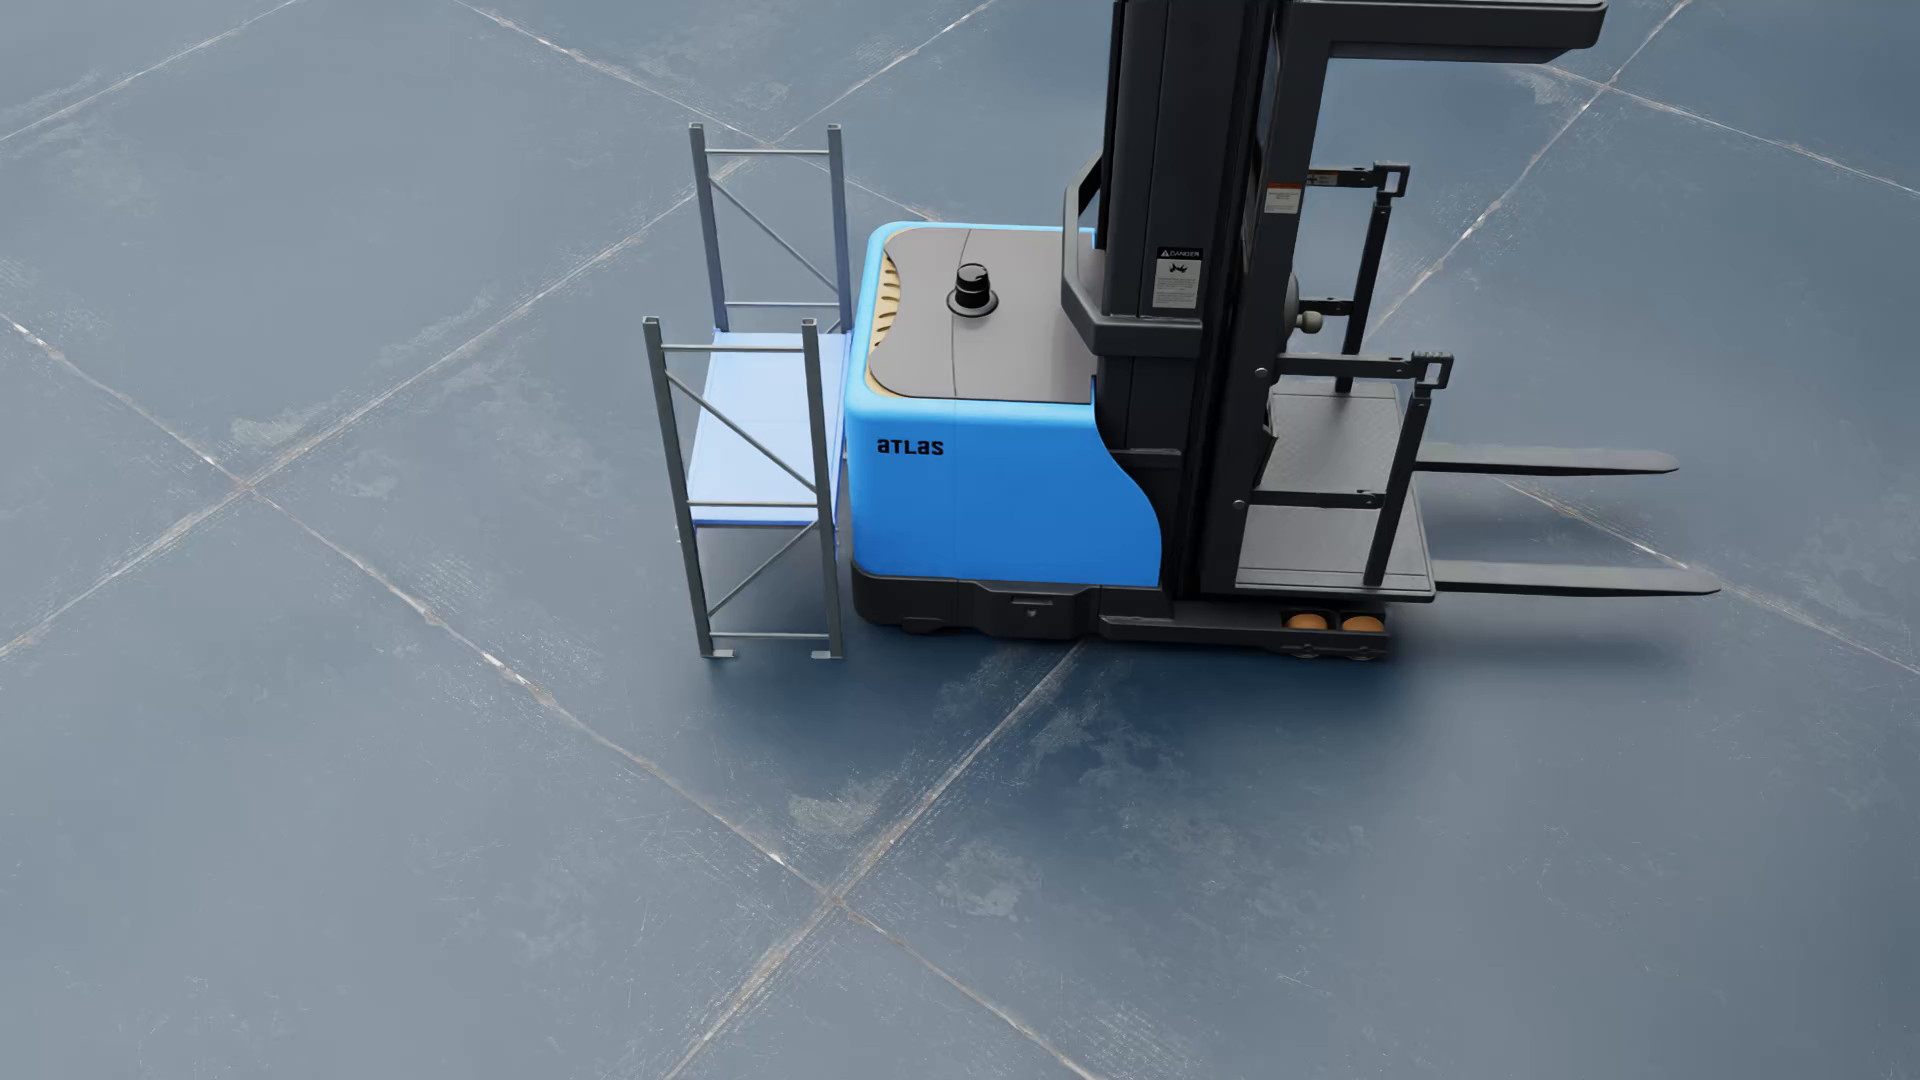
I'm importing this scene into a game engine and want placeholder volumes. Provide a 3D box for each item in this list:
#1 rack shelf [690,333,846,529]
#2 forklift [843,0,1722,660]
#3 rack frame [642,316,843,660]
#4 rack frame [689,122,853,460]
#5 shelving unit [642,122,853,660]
[{"bbox_3d":[-0.653,-0.389,5.766,0.459,0.062,0.952,1,46,1],"label":"rack shelf"},{"bbox_3d":[1.155,-0.988,5.167,3.031,2.935,1.130,2,46,2],"label":"forklift"},{"bbox_3d":[-0.662,-0.112,5.320,0.500,1.500,0.032,1,46,1],"label":"rack frame"},{"bbox_3d":[-0.643,-0.847,6.022,0.500,1.500,0.032,1,46,1],"label":"rack frame"},{"bbox_3d":[-0.653,-0.480,5.671,0.500,1.500,1.048,1,46,1],"label":"shelving unit"}]
